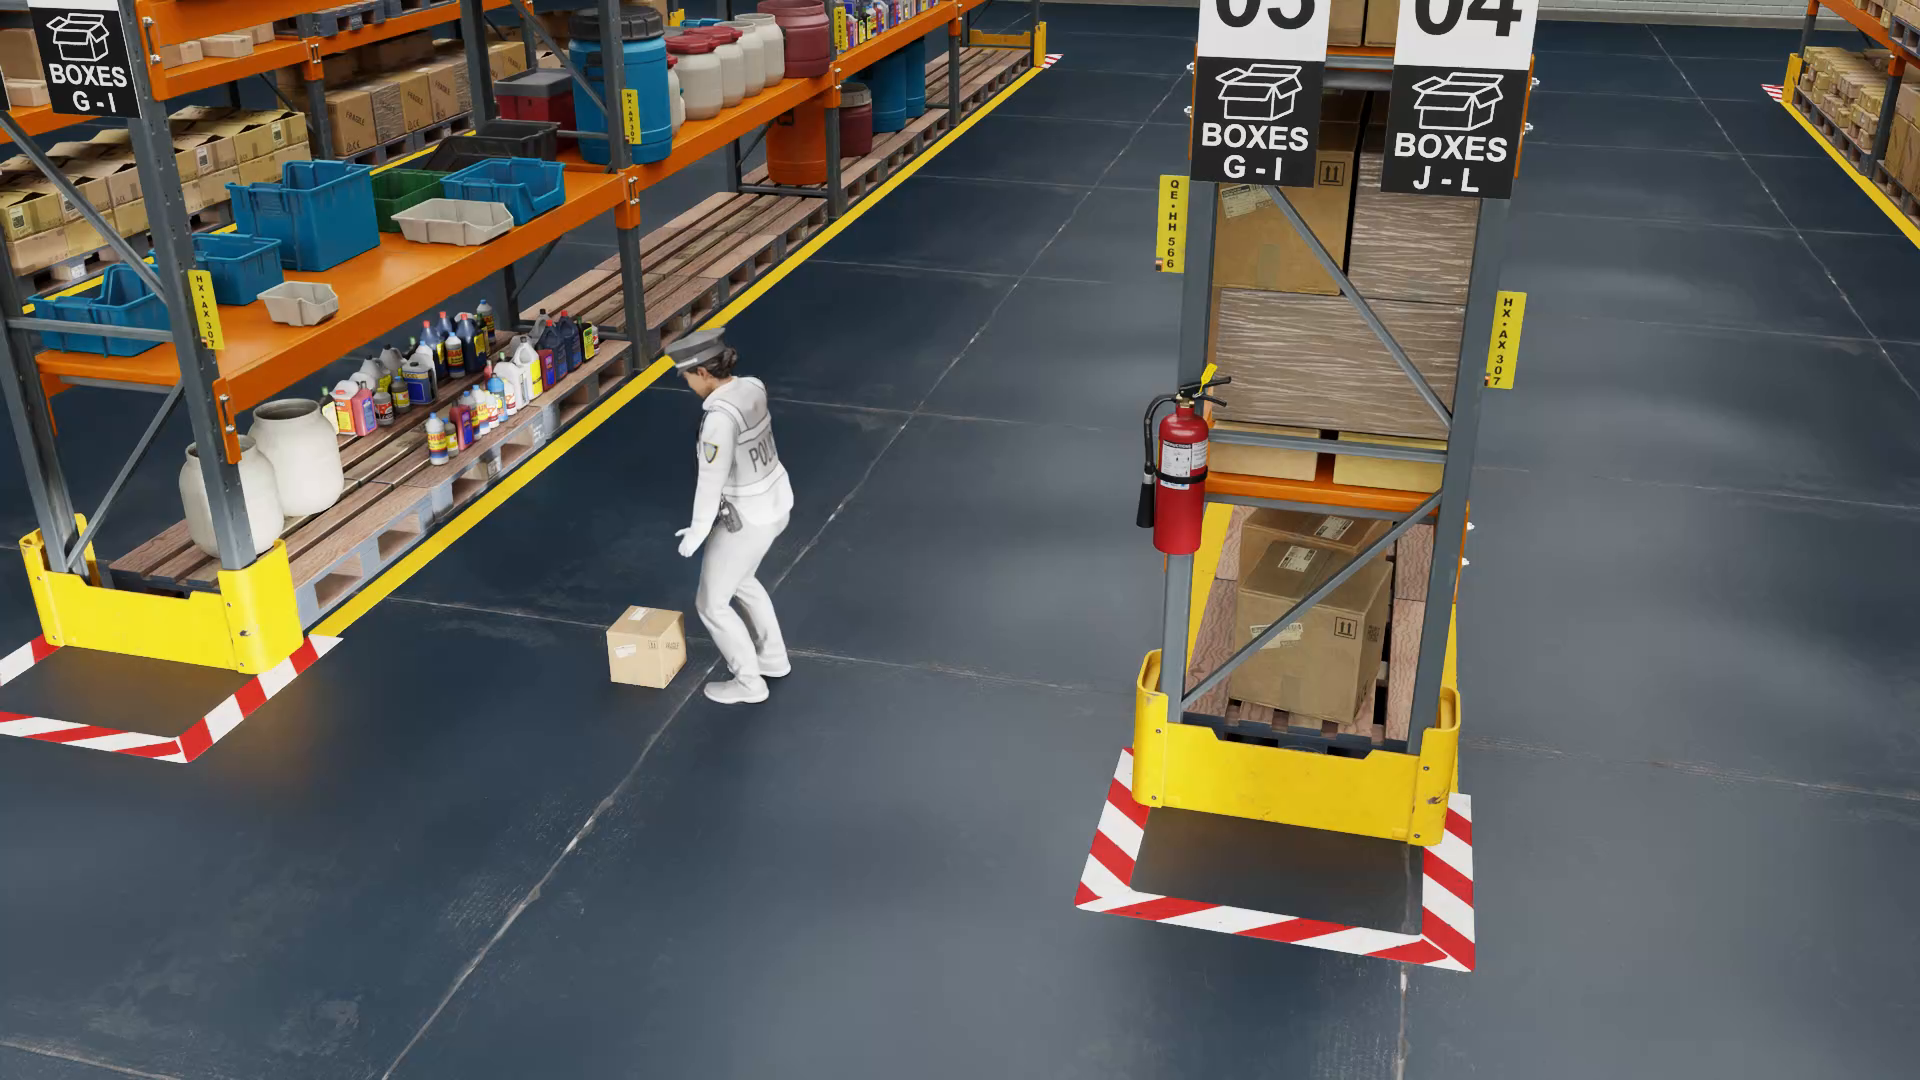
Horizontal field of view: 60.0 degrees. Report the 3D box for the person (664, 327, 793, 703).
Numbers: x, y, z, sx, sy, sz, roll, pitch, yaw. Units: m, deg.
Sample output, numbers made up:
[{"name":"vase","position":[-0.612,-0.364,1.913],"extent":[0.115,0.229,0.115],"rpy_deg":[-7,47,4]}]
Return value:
[{"name":"person","position":[-0.939,-0.086,6.861],"extent":[0.461,1.616,0.504],"rpy_deg":[7,26,14]}]
